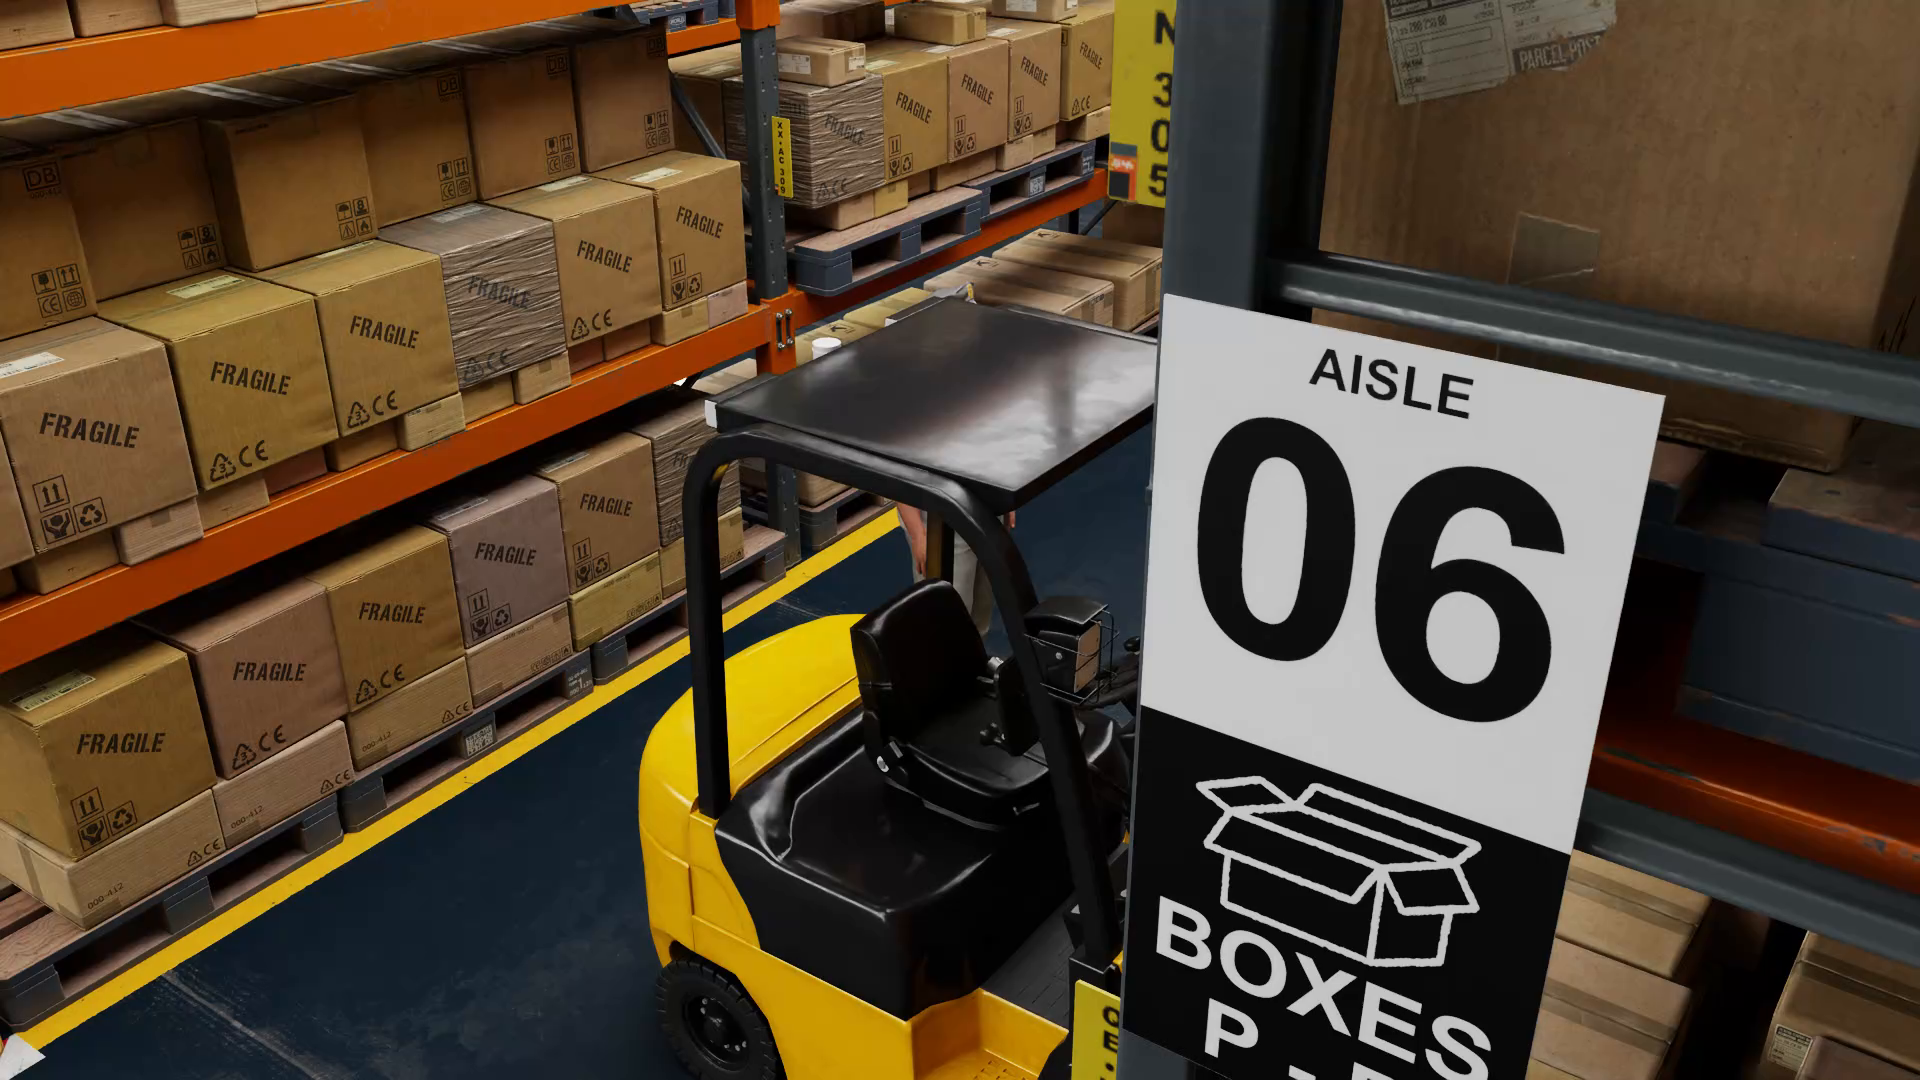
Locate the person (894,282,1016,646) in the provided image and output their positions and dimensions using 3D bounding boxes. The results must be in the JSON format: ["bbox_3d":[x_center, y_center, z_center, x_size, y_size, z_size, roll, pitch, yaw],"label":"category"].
[{"bbox_3d":[0.046,-0.072,6.201,0.575,1.779,0.640,17,32,30],"label":"person"}]
